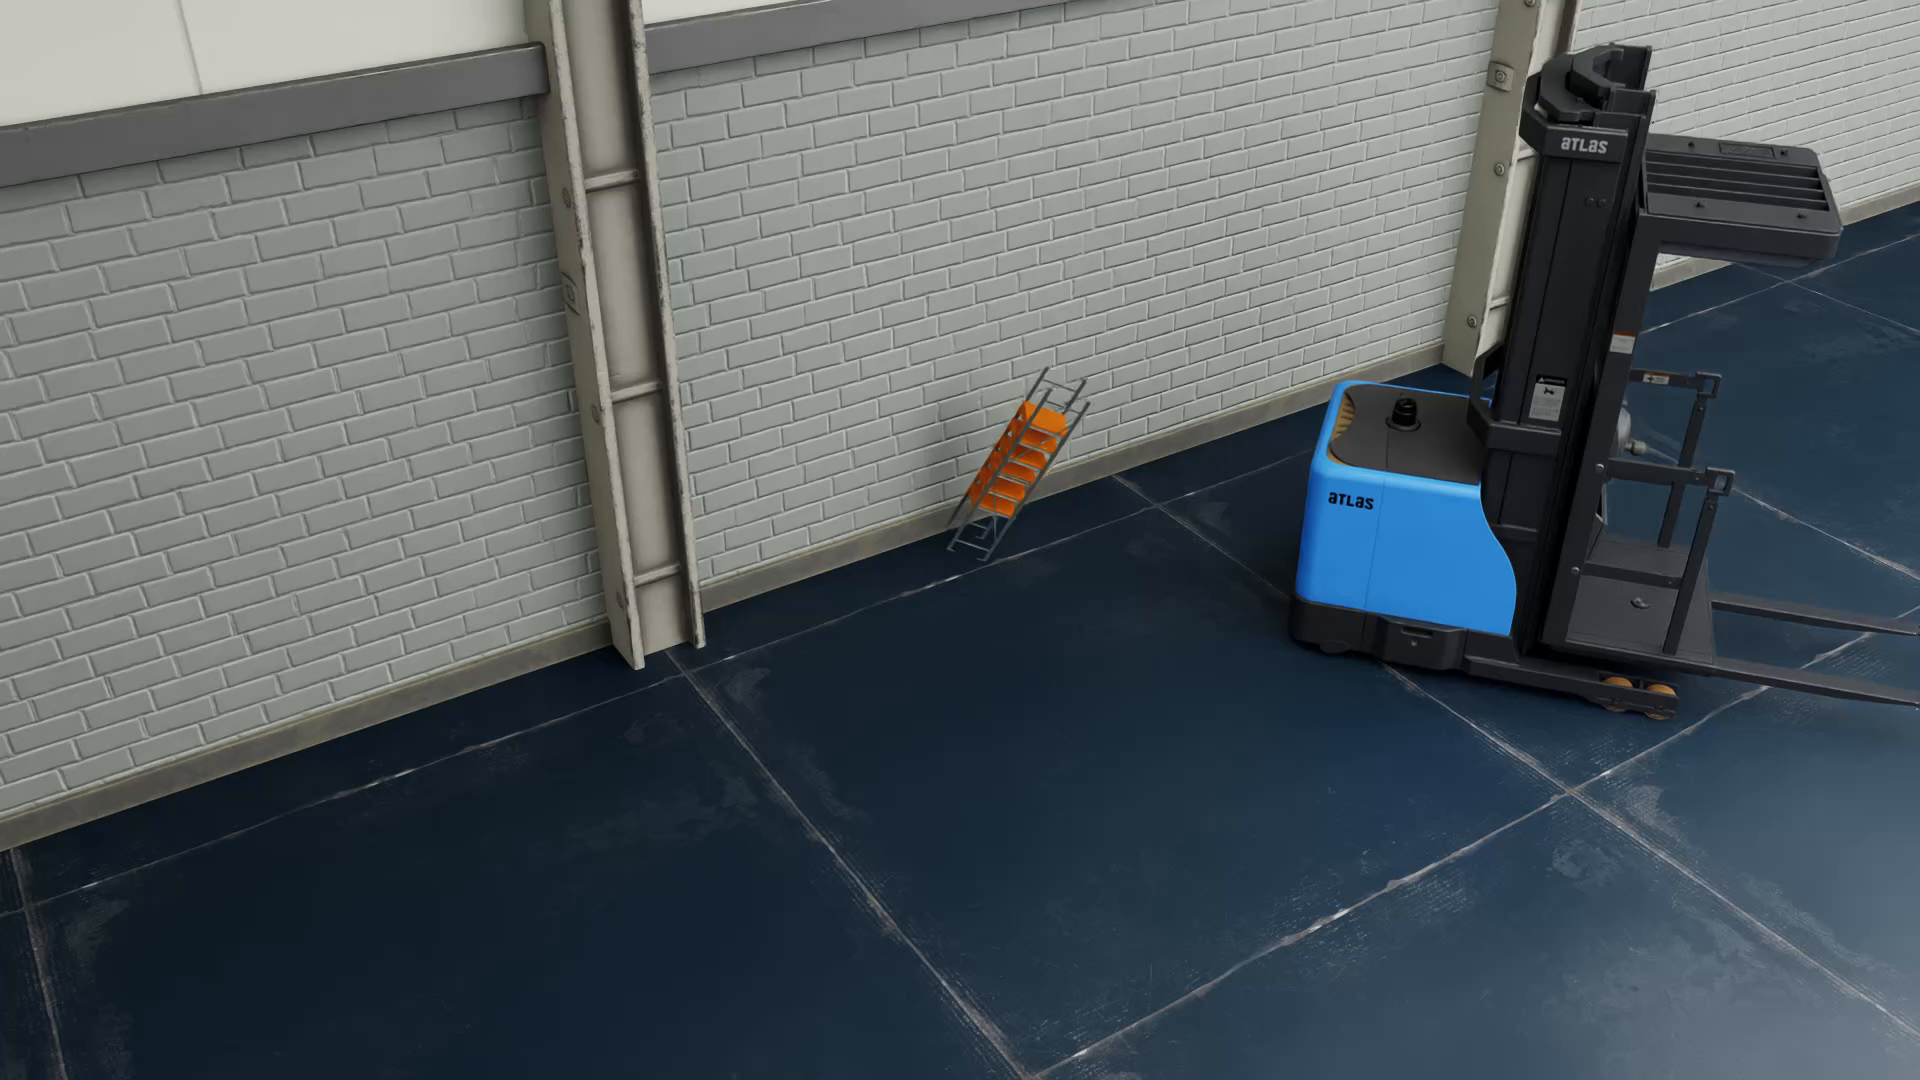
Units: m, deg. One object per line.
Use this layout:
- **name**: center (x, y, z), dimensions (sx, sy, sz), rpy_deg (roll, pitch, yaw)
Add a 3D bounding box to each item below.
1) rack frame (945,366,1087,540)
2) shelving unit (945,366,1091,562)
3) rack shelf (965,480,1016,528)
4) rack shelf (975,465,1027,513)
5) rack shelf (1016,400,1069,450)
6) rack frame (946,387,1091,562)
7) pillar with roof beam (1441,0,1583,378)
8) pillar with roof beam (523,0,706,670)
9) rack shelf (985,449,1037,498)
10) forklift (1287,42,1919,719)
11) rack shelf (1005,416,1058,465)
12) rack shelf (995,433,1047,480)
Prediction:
- **rack frame**: center (0.286, -0.447, 8.906), dimensions (0.240, 1.200, 0.006), rpy_deg (18, 38, -19)
- **shelving unit**: center (0.291, -0.385, 8.839), dimensions (0.258, 1.200, 0.189), rpy_deg (18, 38, -19)
- **rack shelf**: center (0.166, -0.192, 9.006), dimensions (0.258, 0.103, 0.180), rpy_deg (18, 38, -19)
- **rack shelf**: center (0.219, -0.273, 8.935), dimensions (0.258, 0.103, 0.180), rpy_deg (18, 38, -19)
- **rack shelf**: center (0.429, -0.600, 8.653), dimensions (0.258, 0.103, 0.180), rpy_deg (18, 38, -19)
- **rack frame**: center (0.295, -0.324, 8.771), dimensions (0.240, 1.200, 0.006), rpy_deg (18, 38, -19)
- **pillar with roof beam**: center (5.828, -3.082, 5.823), dimensions (0.400, 9.000, 9.100), rpy_deg (-19, 37, -27)
- **pillar with roof beam**: center (0.785, -1.348, 3.074), dimensions (0.400, 9.000, 9.100), rpy_deg (-19, 37, -27)
- **rack shelf**: center (0.271, -0.355, 8.865), dimensions (0.258, 0.103, 0.180), rpy_deg (18, 38, -19)
- **forklift**: center (3.249, -0.696, 7.727), dimensions (3.031, 2.935, 1.130), rpy_deg (10, 34, 15)
- **rack shelf**: center (0.376, -0.518, 8.724), dimensions (0.258, 0.103, 0.180), rpy_deg (18, 38, -19)
- **rack shelf**: center (0.324, -0.437, 8.794), dimensions (0.258, 0.103, 0.180), rpy_deg (18, 38, -19)
